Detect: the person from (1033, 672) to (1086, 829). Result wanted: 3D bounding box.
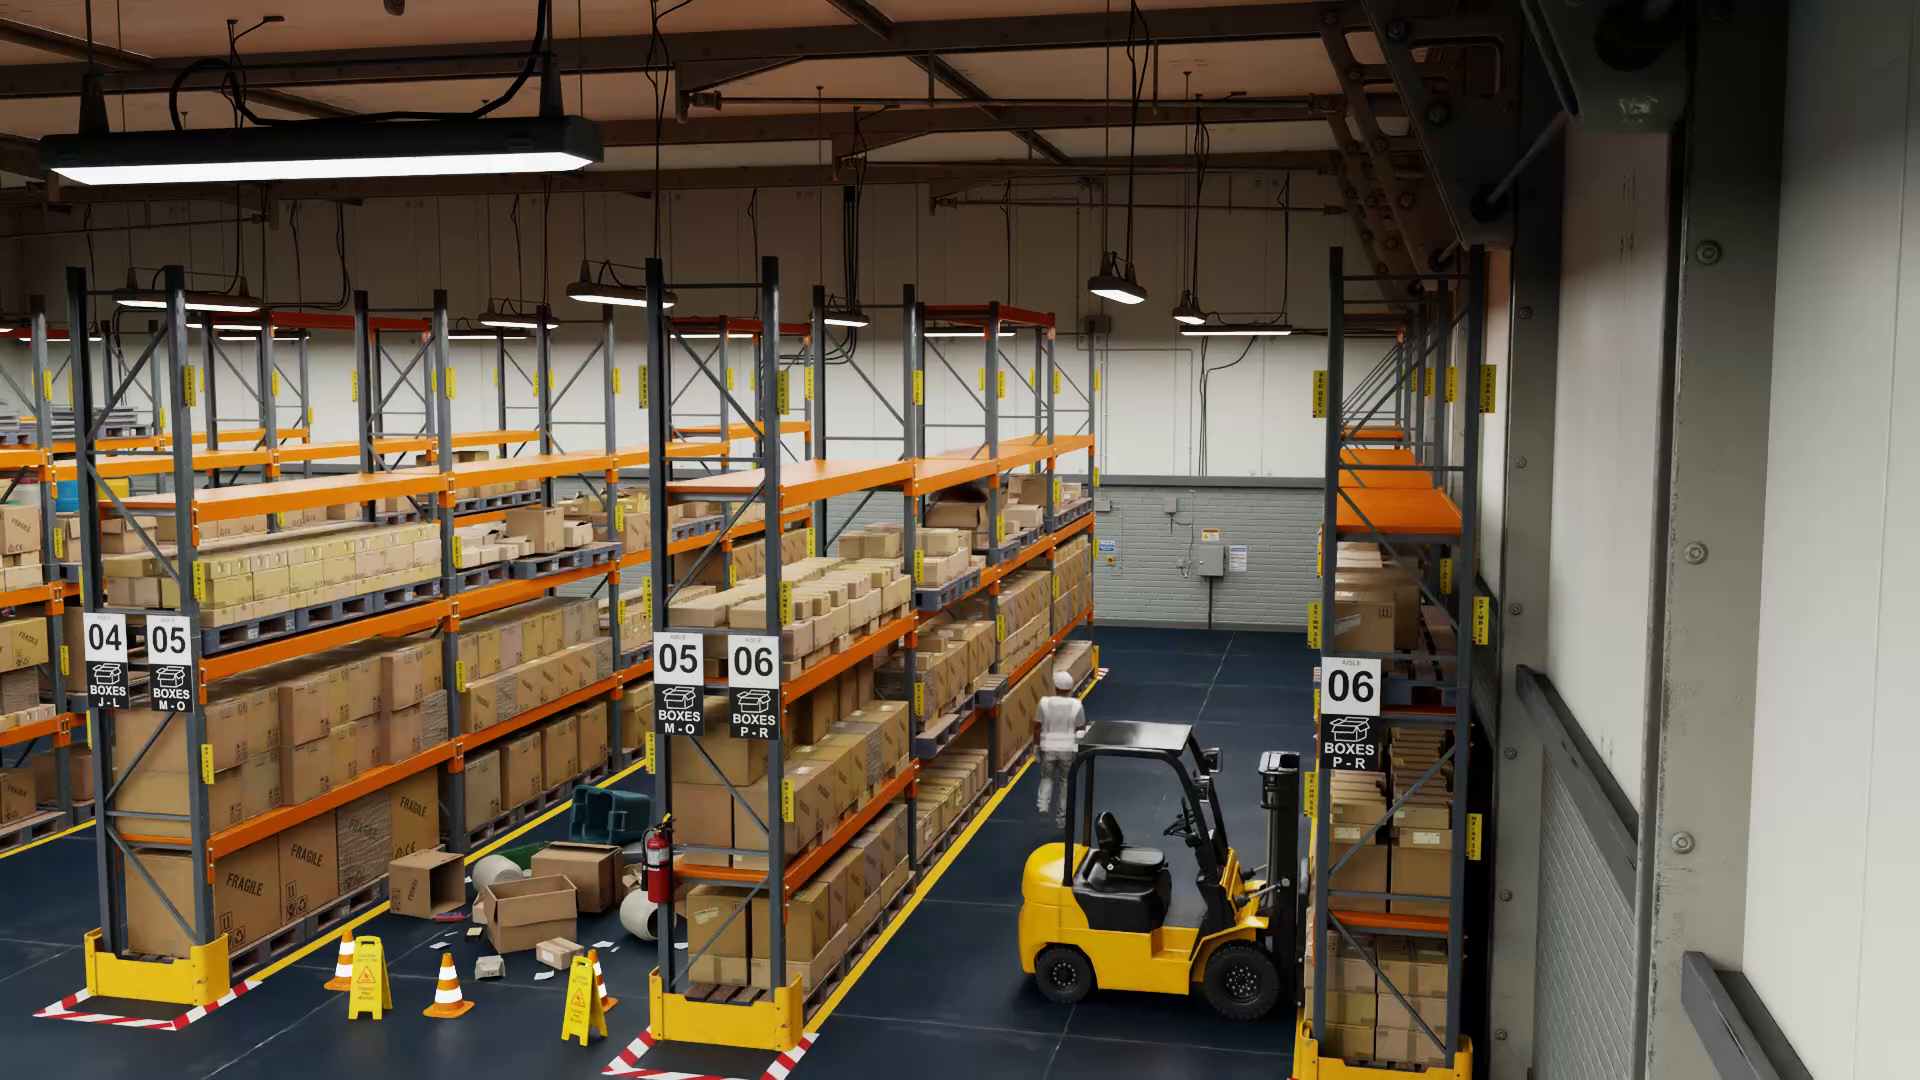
[{"bbox_3d":[1.101,2.329,18.423,0.564,1.767,0.574,2,6,15],"label":"person"}]
